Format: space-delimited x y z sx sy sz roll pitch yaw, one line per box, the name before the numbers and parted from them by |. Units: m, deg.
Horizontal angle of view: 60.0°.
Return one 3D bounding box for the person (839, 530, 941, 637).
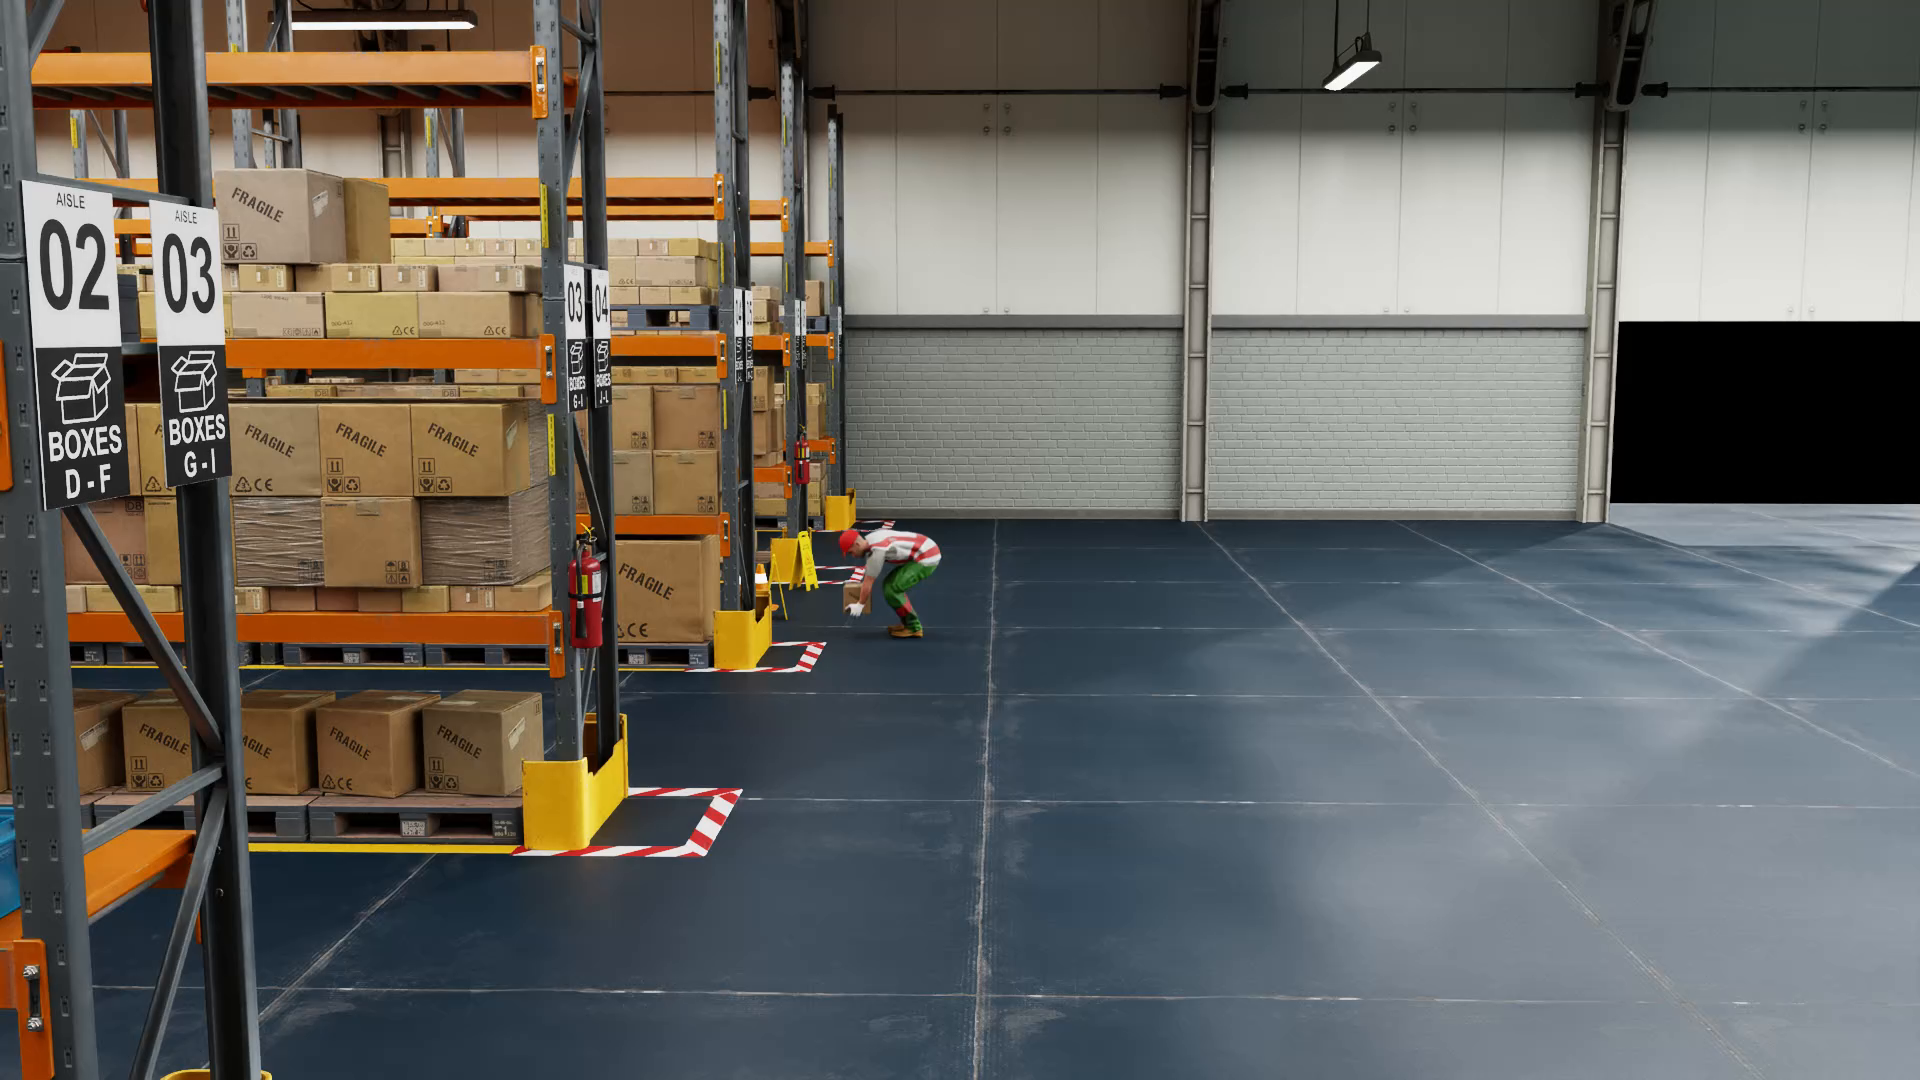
person | -0.656 0.400 15.634 0.957 1.002 0.529 0 7 -1
